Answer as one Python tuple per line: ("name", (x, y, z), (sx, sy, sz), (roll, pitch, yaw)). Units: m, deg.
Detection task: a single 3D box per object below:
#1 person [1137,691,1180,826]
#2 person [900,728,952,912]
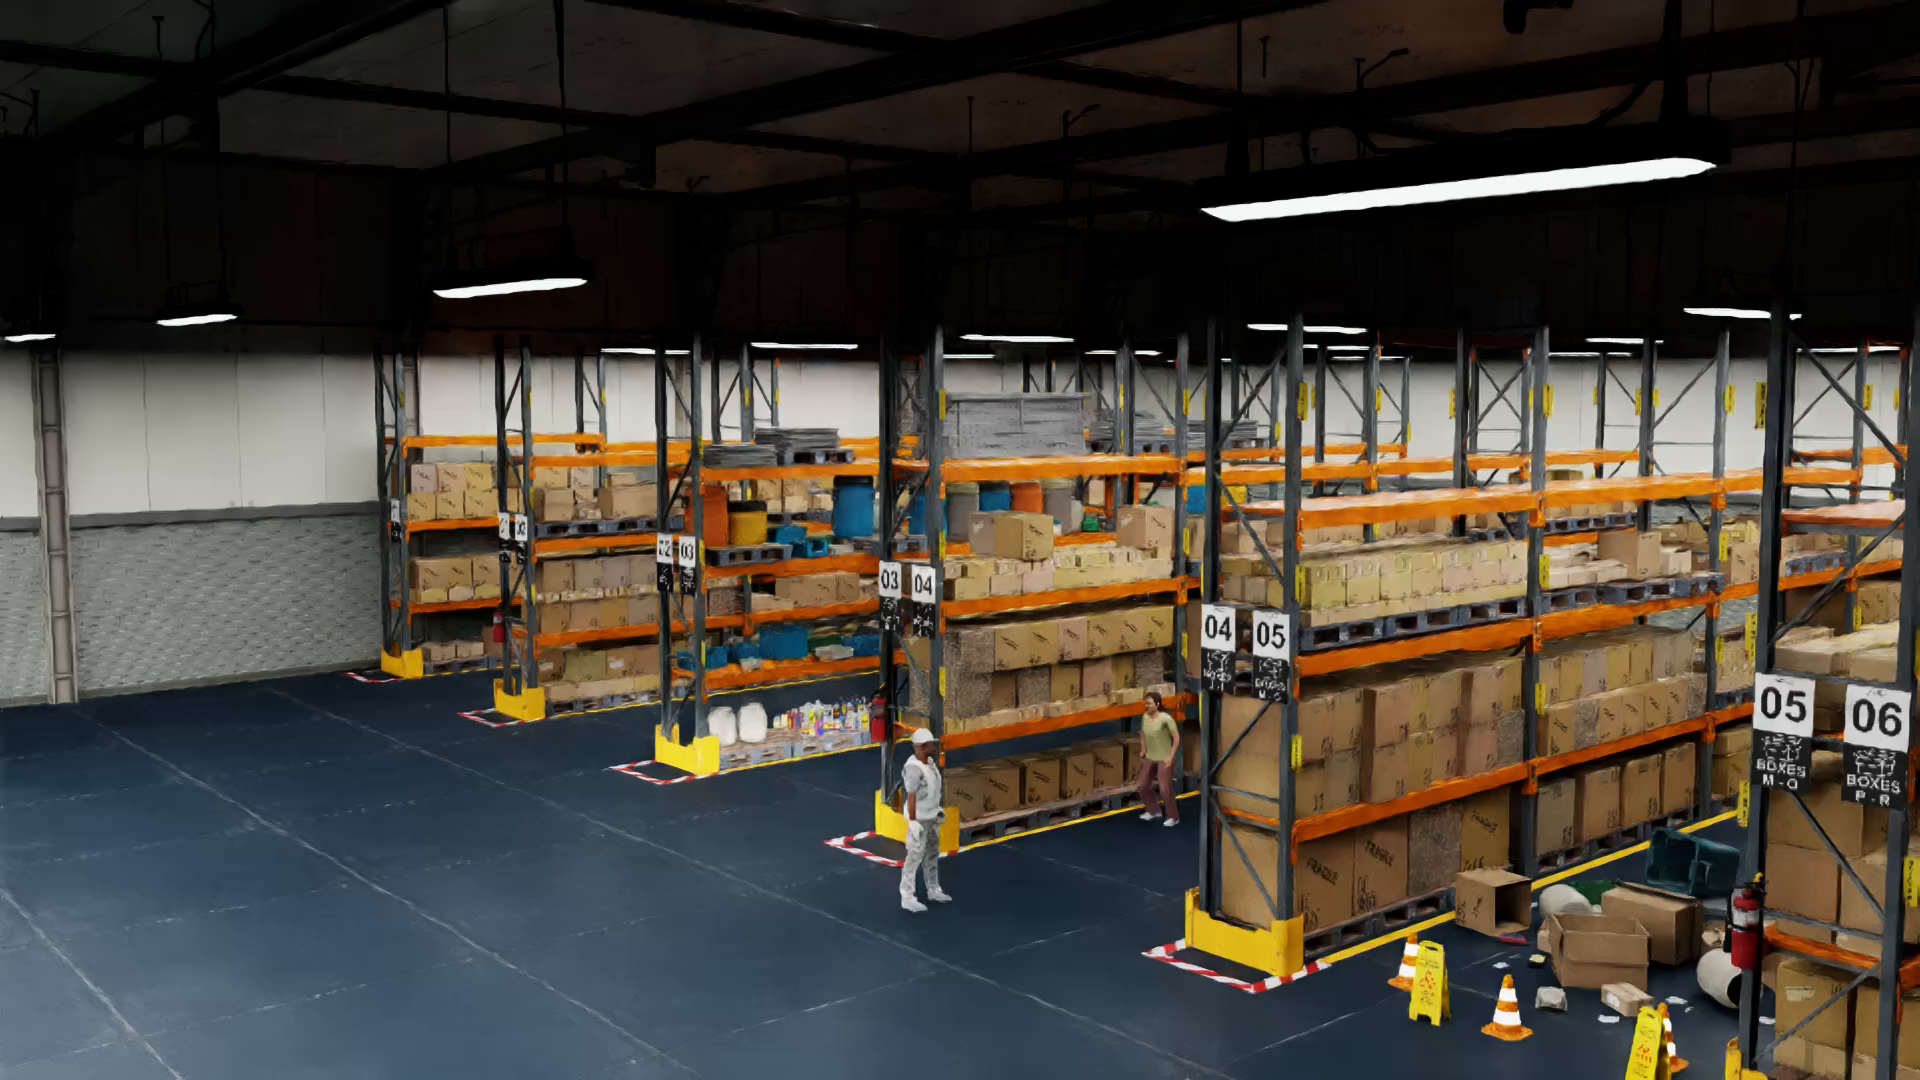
("person", (2.356, 2.575, 19.682), (0.507, 1.619, 0.598), (-5, 7, -43))
("person", (-0.328, 2.755, 16.537), (0.458, 1.783, 0.618), (2, 6, 21))
